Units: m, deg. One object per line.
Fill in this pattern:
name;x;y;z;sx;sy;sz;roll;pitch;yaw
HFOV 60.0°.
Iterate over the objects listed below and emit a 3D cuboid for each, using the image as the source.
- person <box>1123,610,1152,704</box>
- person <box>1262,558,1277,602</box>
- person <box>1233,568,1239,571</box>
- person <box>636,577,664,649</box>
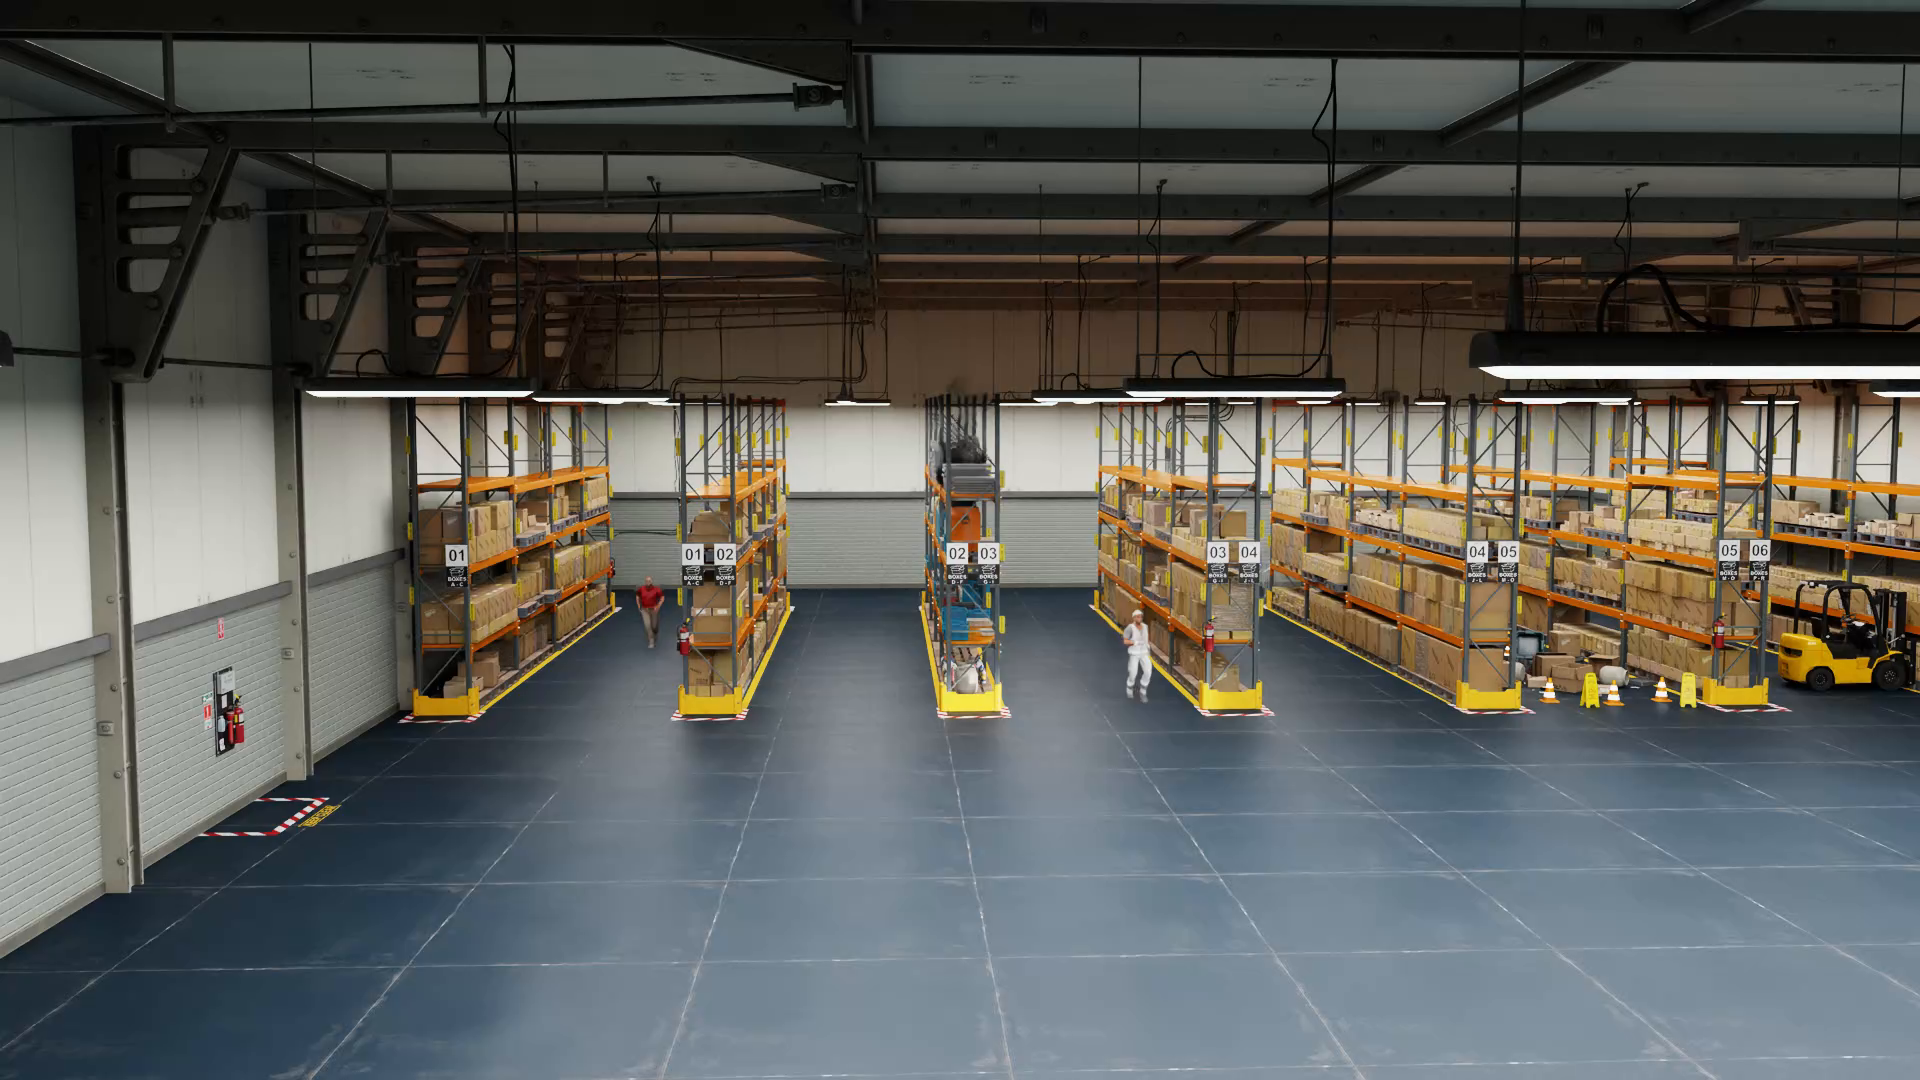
person;3.467;2.269;32.395;0.659;1.832;0.764;-1;5;-18
person;9.161;1.036;48.947;0.742;1.683;0.655;1;5;13
person;7.671;1.231;46.824;0.653;1.588;0.646;1;5;9
person;-7.458;1.730;40.019;0.688;1.716;0.840;0;5;-4
